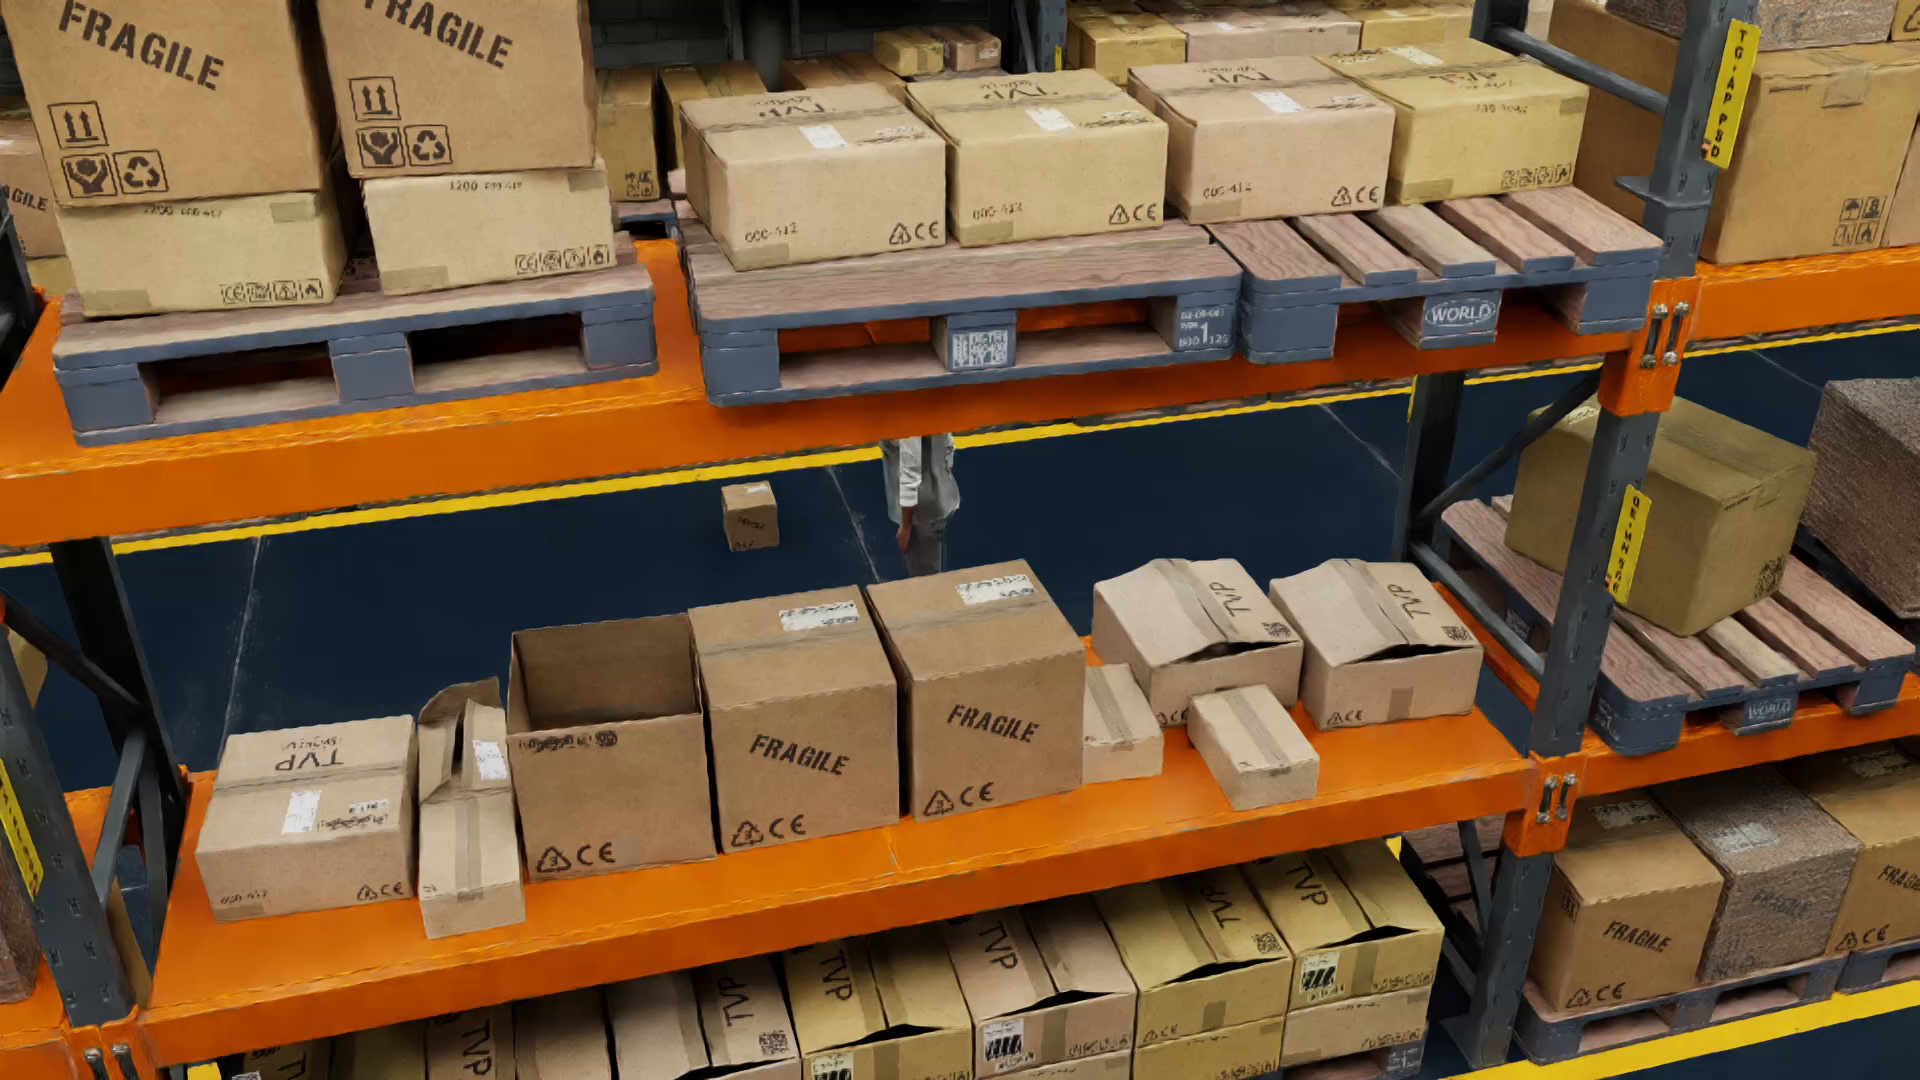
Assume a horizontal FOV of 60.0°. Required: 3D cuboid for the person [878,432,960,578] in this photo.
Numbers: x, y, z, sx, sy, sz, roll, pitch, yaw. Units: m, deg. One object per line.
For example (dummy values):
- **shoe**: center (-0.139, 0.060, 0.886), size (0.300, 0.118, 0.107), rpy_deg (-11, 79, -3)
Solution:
- **person**: center (-0.094, -0.116, 7.219), size (0.507, 1.587, 0.459), rpy_deg (11, 32, 18)
